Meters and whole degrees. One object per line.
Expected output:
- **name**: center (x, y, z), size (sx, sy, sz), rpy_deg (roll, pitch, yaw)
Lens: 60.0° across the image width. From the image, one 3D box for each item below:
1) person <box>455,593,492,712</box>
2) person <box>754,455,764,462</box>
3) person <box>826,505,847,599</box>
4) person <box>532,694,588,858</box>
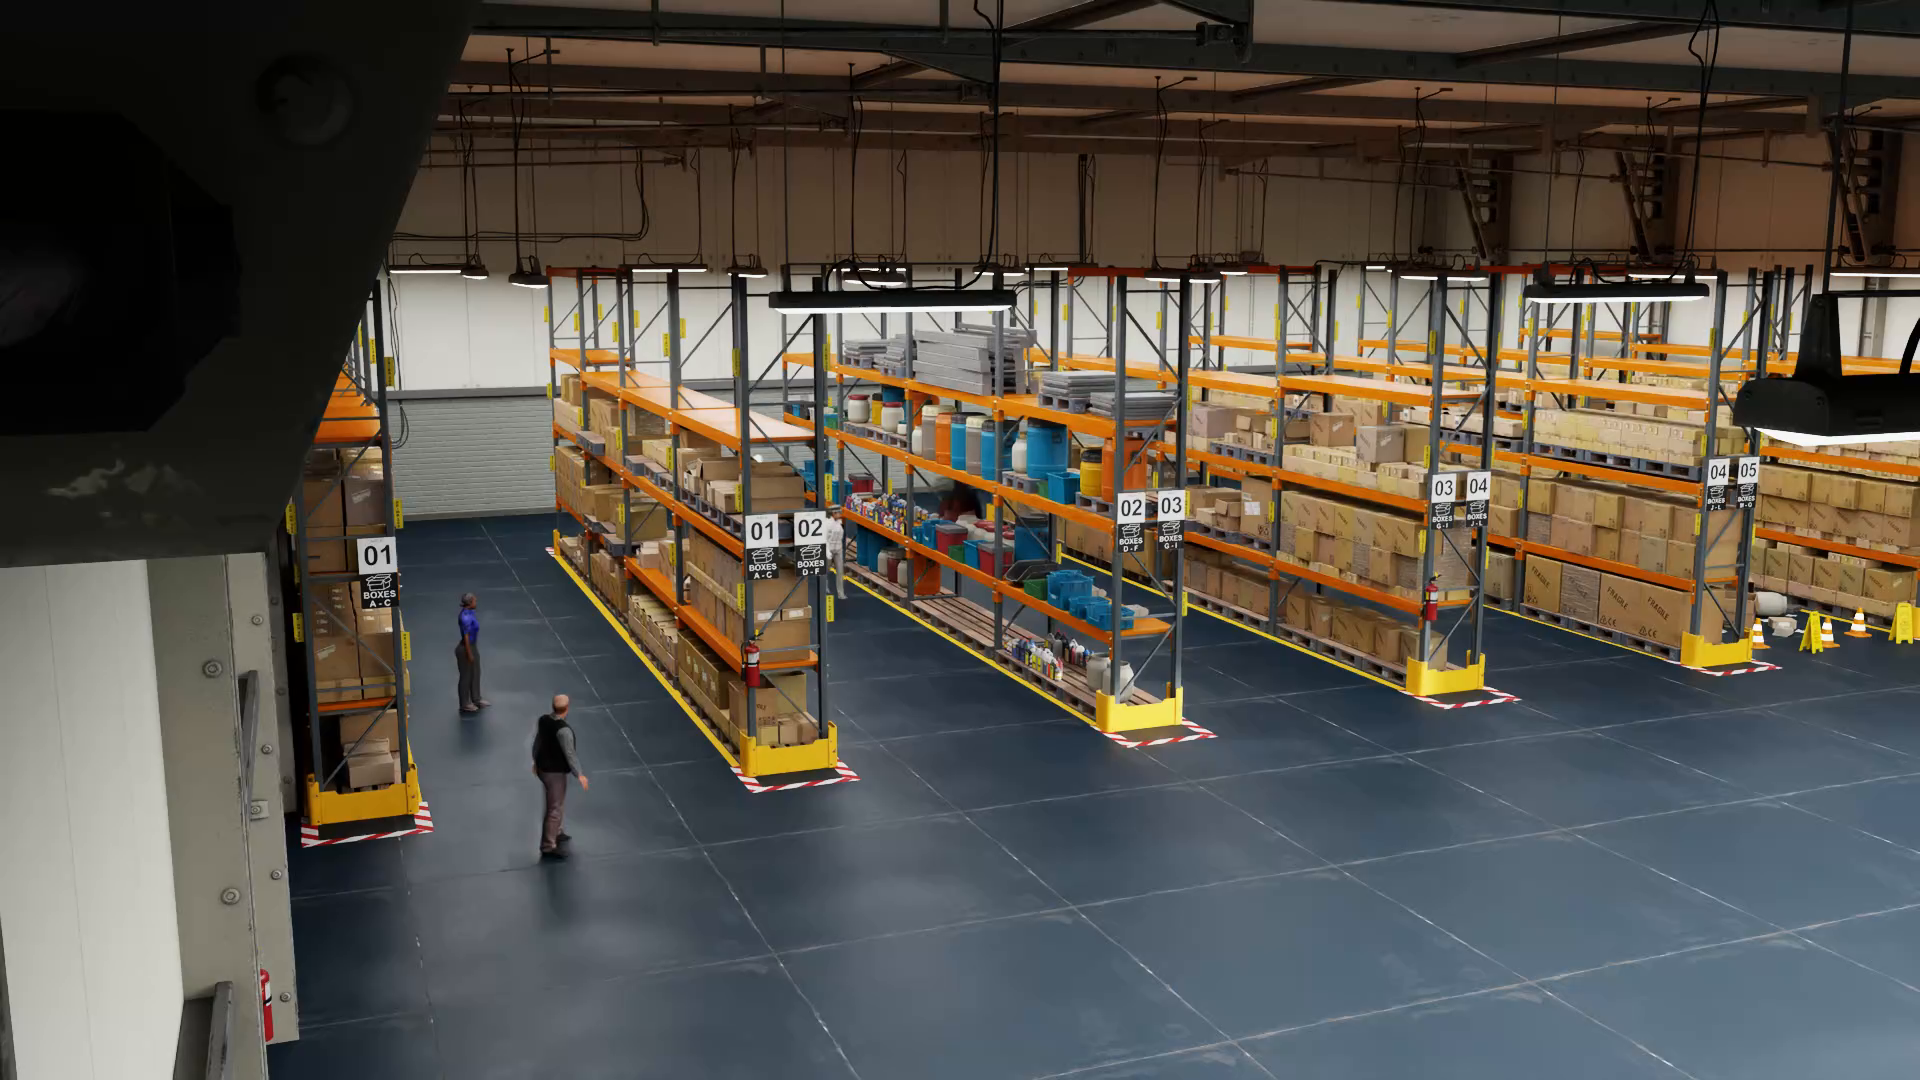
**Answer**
- **person**: center (-6.784, 1.566, 23.062), size (0.386, 1.631, 0.511), rpy_deg (0, 10, 1)
- **person**: center (-4.556, -1.081, 37.498), size (0.481, 1.701, 0.545), rpy_deg (-1, 10, -5)
- **person**: center (-2.234, 0.190, 29.143), size (0.442, 1.623, 0.925), rpy_deg (-3, 10, -19)
- **person**: center (-4.282, 2.479, 17.632), size (0.515, 1.746, 0.680), rpy_deg (-6, 12, -32)
